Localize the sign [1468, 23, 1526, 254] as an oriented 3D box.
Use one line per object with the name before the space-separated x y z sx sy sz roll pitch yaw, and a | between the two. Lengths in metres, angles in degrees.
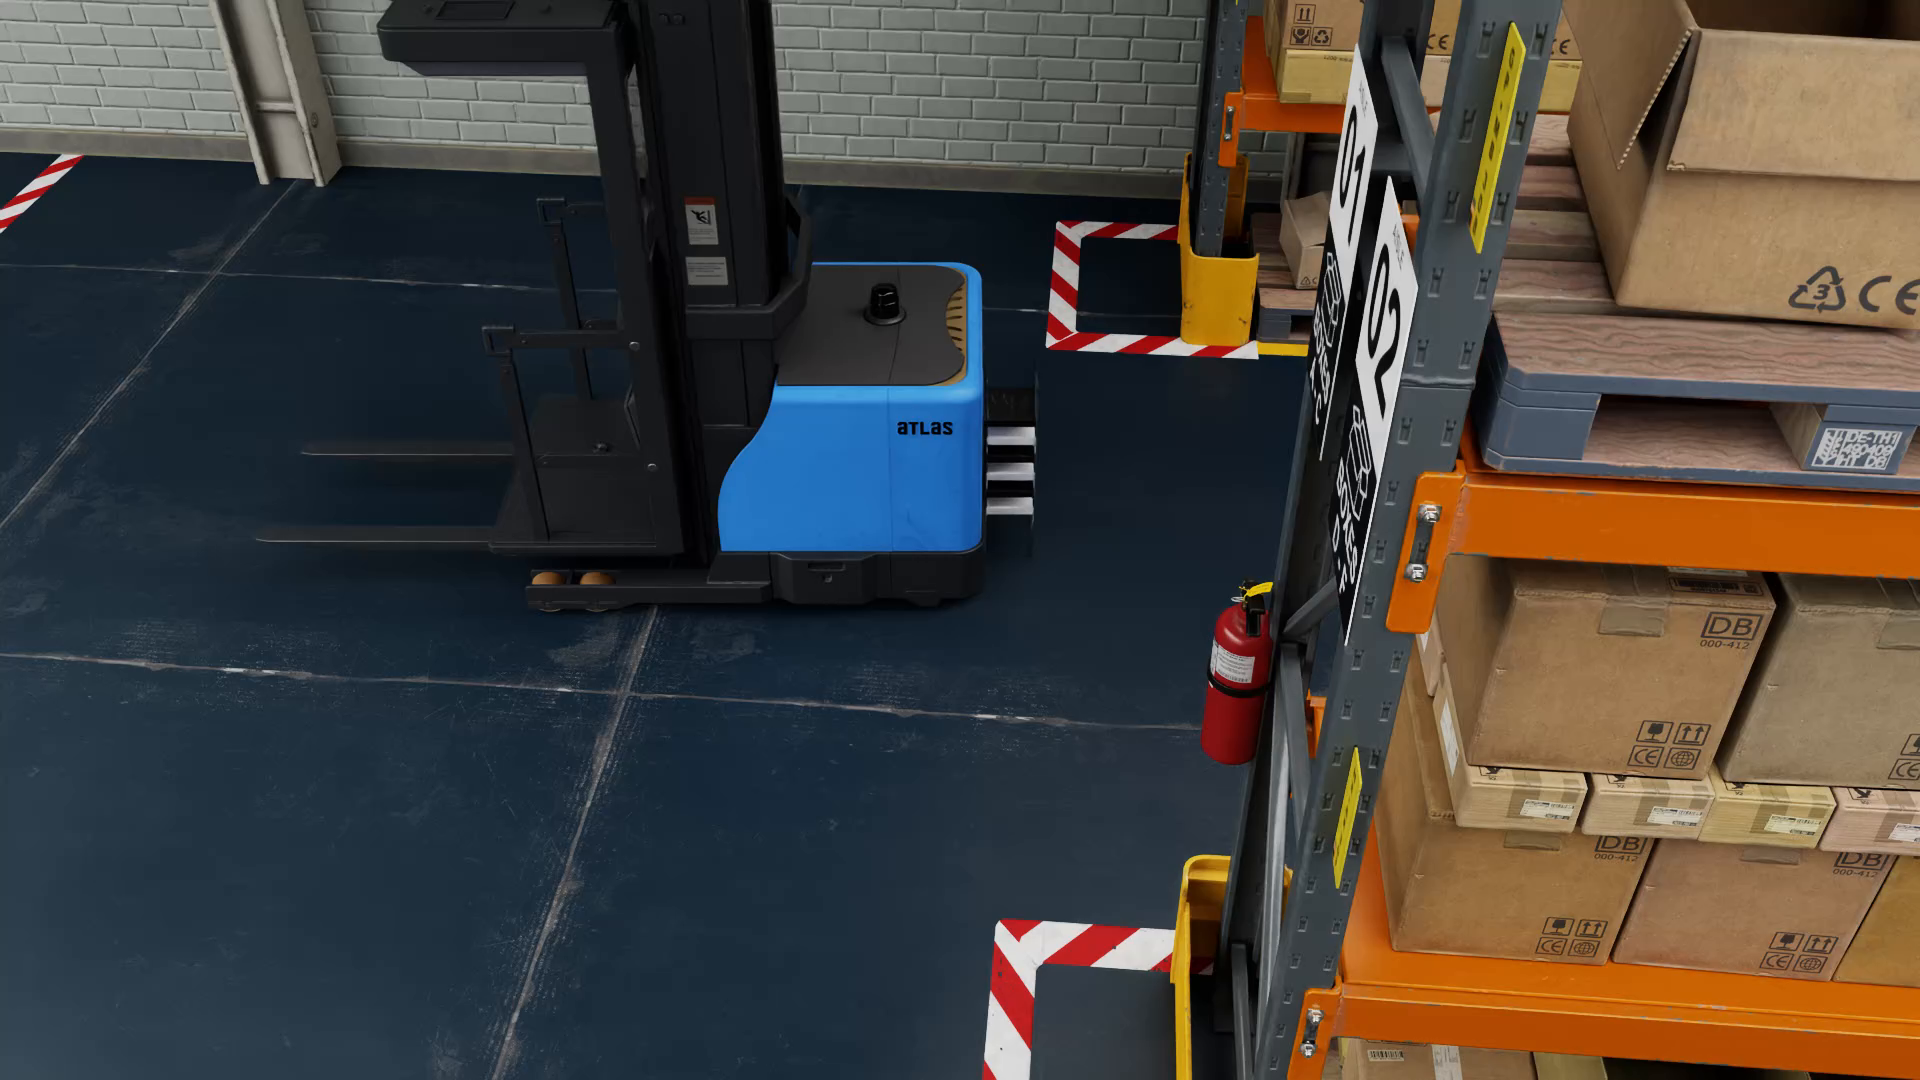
sign | 0.795 -0.592 2.470 0.005 0.325 0.100 3 39 4

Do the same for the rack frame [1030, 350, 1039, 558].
rack frame | 0.312 -0.349 6.966 0.006 0.900 0.240 0 39 0

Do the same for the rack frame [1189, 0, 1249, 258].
rack frame | 1.273 -2.524 7.974 0.127 3.000 1.000 3 39 4

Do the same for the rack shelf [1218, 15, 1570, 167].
rack shelf | 3.265 -2.136 8.068 4.000 0.370 1.077 3 39 4

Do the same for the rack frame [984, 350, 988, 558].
rack frame | 0.108 -0.349 6.966 0.006 0.900 0.240 0 39 0

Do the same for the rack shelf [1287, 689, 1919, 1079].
rack shelf | 2.841 0.980 4.240 4.000 0.370 1.077 3 39 4

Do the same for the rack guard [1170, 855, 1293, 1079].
rack guard | 0.825 1.560 4.937 0.348 0.500 1.175 3 39 4

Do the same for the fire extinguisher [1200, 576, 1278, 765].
fire extinguisher | 0.771 0.323 4.538 0.183 0.674 0.296 3 39 4

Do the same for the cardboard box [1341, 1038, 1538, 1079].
cardboard box | 1.364 1.665 4.674 0.500 0.250 0.500 3 39 4

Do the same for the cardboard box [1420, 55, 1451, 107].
cardboard box | 2.250 -2.228 7.714 0.500 0.250 0.500 2 39 2

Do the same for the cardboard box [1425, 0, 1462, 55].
cardboard box | 2.214 -2.516 7.474 0.500 0.500 0.500 3 39 4

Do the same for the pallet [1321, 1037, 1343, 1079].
pallet | 1.614 1.689 5.008 1.213 0.211 1.003 3 39 4

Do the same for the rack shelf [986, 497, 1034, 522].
rack shelf | 0.210 -0.184 7.101 0.200 0.077 0.258 0 39 0

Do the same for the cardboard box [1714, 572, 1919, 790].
cardboard box | 1.890 0.112 3.630 0.500 0.500 0.700 2 39 3

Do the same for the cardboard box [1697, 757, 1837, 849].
cardboard box | 1.733 0.486 3.684 0.250 0.149 0.380 3 39 4

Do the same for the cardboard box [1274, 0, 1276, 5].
cardboard box | 1.761 -2.872 7.911 0.500 0.500 0.500 3 39 3

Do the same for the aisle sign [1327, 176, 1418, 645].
aisle sign | 0.757 -0.227 3.094 0.004 0.787 0.394 3 39 4

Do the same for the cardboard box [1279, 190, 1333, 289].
cardboard box | 1.954 -1.557 8.569 0.500 0.311 0.500 -1 39 -1

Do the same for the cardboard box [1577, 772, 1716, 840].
cardboard box | 1.485 0.471 3.702 0.250 0.149 0.380 2 39 3

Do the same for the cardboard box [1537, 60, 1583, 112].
cardboard box | 2.757 -2.196 7.675 0.500 0.250 0.500 3 39 3

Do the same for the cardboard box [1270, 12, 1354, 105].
cardboard box | 1.731 -2.247 7.738 0.500 0.250 0.500 2 39 3

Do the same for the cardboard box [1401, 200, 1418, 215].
cardboard box | 2.522 -1.526 8.530 0.500 0.311 0.500 6 40 8

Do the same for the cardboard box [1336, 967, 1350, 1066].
cardboard box | 1.409 1.339 5.075 0.500 0.250 0.500 3 39 4

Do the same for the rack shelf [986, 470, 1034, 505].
rack shelf | 0.210 -0.253 7.044 0.200 0.077 0.258 0 39 0

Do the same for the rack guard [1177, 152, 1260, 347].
rack guard | 1.348 -1.550 8.758 0.348 0.500 1.175 3 39 4

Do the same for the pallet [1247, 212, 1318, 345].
pallet | 2.155 -1.372 8.768 1.213 0.211 1.003 3 39 4

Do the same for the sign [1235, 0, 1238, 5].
sign | 1.226 -2.518 7.282 0.005 0.325 0.100 3 39 4

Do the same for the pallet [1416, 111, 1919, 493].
pallet | 1.551 -0.482 3.160 1.213 0.211 1.003 3 39 4

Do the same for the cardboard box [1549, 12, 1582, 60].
cardboard box | 2.728 -2.484 7.434 0.500 0.500 0.500 2 39 2

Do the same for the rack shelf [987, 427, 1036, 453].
rack shelf | 0.210 -0.463 6.873 0.200 0.077 0.258 0 39 0

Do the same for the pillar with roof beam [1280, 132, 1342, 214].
pillar with roof beam | 1.673 -2.649 3.376 0.400 9.000 9.100 3 39 4

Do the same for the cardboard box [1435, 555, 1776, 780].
cardboard box | 1.366 0.086 3.661 0.500 0.500 0.700 3 39 4

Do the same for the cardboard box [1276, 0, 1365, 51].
cardboard box | 1.722 -2.549 7.515 0.500 0.500 0.500 3 39 4

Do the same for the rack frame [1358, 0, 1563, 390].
rack frame | 0.849 -1.735 2.253 0.127 3.000 1.000 3 39 4

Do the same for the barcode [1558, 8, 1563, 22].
barcode | 1.191 -1.083 3.369 0.075 0.075 0.001 3 39 4

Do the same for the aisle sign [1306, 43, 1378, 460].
aisle sign | 0.809 -0.605 3.557 0.004 0.787 0.394 3 39 4

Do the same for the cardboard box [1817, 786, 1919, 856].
cardboard box | 1.984 0.501 3.666 0.250 0.149 0.380 3 39 3

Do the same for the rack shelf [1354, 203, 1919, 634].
rack shelf | 2.841 -0.183 3.293 4.000 0.370 1.077 3 39 4

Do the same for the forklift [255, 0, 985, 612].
forklift | -1.413 -1.174 6.371 3.031 2.935 1.130 0 39 0

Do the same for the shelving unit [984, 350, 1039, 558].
shelving unit | 0.210 -0.349 6.966 0.210 0.900 0.258 0 39 0

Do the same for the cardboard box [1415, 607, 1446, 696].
cardboard box | 1.246 0.203 4.032 0.250 0.149 0.380 3 39 3

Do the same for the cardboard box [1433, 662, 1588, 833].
cardboard box | 1.221 0.458 3.718 0.250 0.149 0.380 3 39 4

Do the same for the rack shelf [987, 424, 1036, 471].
rack shelf | 0.210 -0.393 6.930 0.200 0.077 0.258 0 39 0

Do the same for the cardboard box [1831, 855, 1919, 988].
cardboard box | 2.331 0.643 4.005 0.500 0.500 0.700 3 39 4

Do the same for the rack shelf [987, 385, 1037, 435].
rack shelf | 0.210 -0.533 6.817 0.200 0.077 0.258 0 39 0

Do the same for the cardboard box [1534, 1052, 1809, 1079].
cardboard box | 1.862 1.400 4.406 0.500 0.500 0.500 3 39 4

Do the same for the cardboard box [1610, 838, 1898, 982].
cardboard box | 1.836 0.612 4.043 0.500 0.500 0.700 4 39 5

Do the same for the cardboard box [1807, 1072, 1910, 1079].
cardboard box | 2.362 1.419 4.382 0.500 0.500 0.500 3 39 4

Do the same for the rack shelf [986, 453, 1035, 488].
rack shelf | 0.210 -0.323 6.987 0.200 0.077 0.258 0 39 0

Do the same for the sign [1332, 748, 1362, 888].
sign | 0.795 0.574 3.420 0.005 0.325 0.100 3 39 4

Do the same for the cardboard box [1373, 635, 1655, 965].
cardboard box | 1.313 0.587 4.074 0.500 0.500 0.700 3 39 4

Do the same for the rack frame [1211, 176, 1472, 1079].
rack frame | 0.849 0.592 4.147 0.127 3.000 1.000 3 39 4

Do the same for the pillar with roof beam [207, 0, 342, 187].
pillar with roof beam | -4.304 -2.976 3.777 0.400 9.000 9.100 3 39 4

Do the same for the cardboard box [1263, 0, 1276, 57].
cardboard box | 1.755 -2.570 8.134 0.500 0.250 0.500 4 39 4

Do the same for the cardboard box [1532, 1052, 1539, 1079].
cardboard box | 1.862 1.689 4.644 0.500 0.250 0.500 3 39 4

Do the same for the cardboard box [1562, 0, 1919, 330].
cardboard box | 1.421 -0.795 2.949 0.637 0.503 0.797 6 39 7
